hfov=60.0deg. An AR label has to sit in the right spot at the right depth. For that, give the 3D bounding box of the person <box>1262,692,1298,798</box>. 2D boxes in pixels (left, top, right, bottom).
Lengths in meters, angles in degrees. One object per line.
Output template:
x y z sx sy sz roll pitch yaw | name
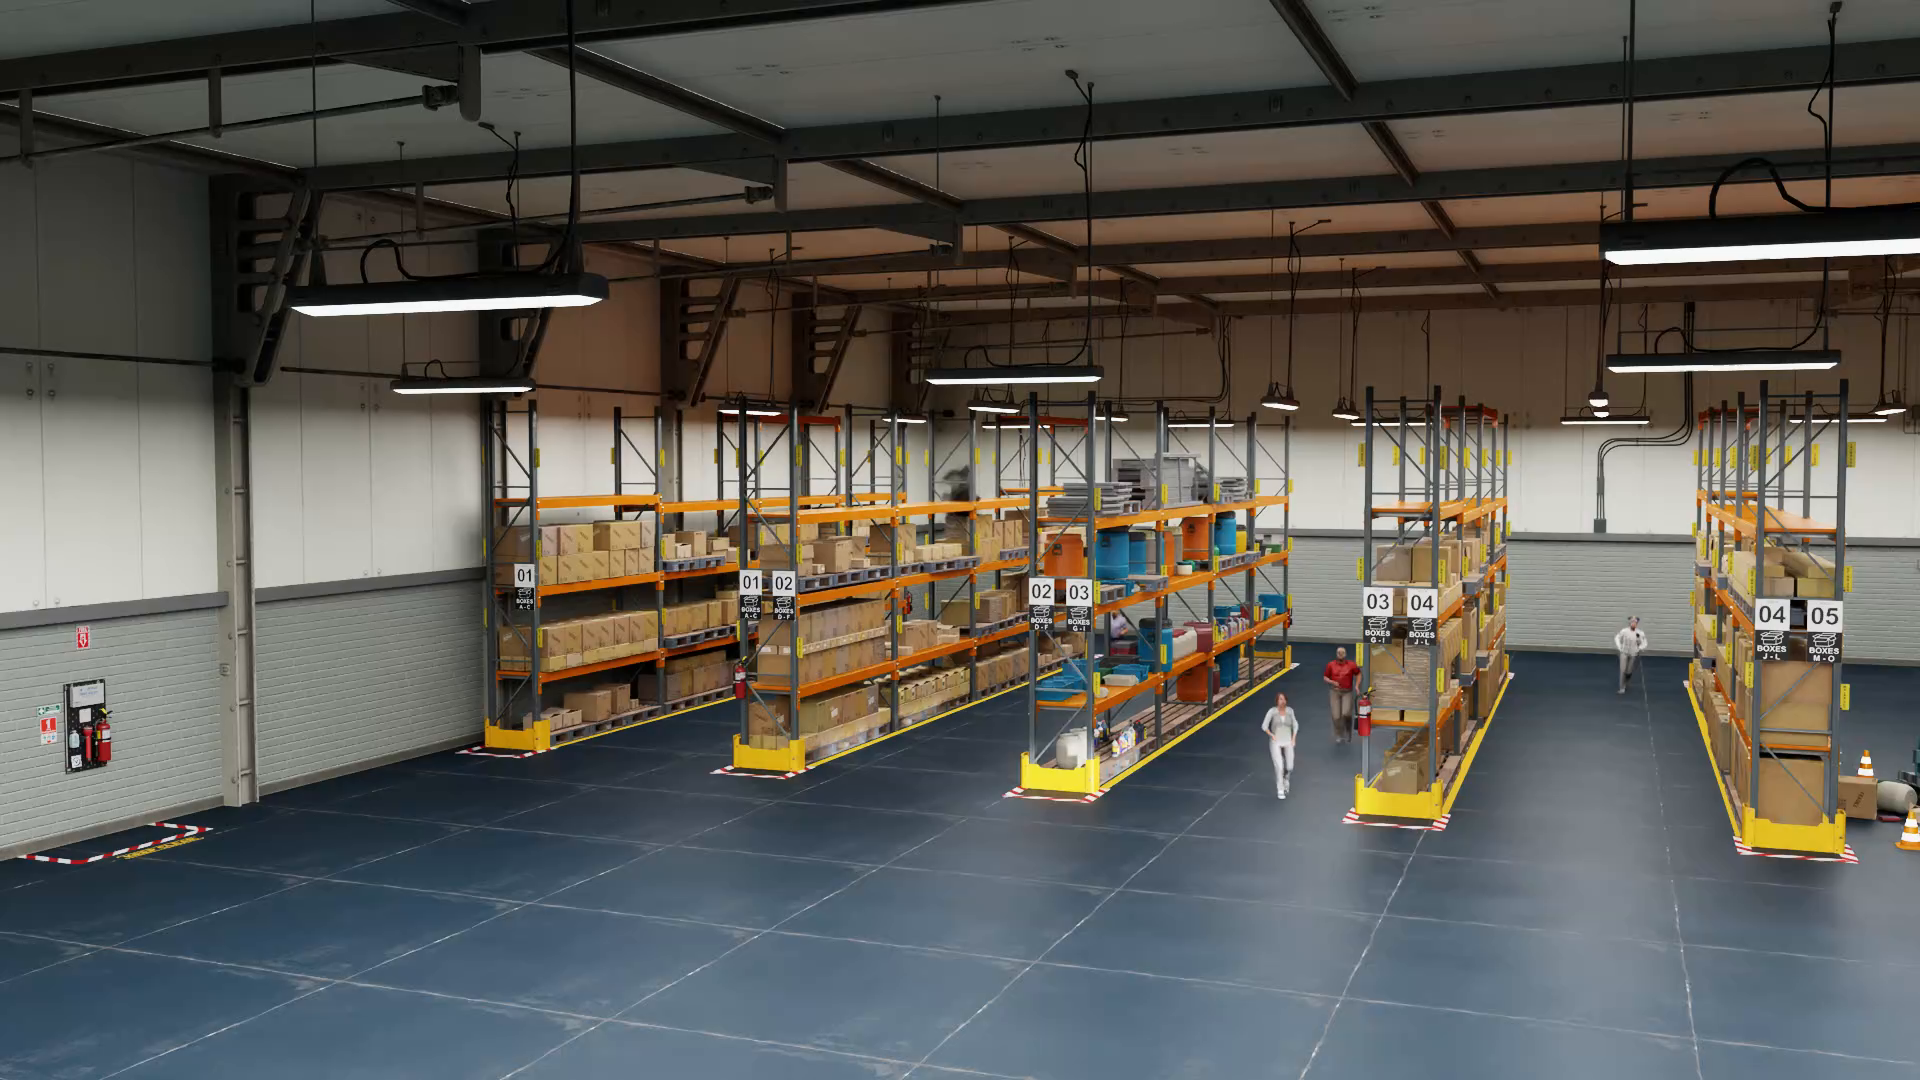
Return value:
4.717 3.015 24.460 0.543 1.566 0.530 0 3 2 | person

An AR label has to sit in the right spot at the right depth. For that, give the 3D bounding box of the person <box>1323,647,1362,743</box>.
6.663 2.712 29.028 0.646 1.691 0.648 1 3 17 | person

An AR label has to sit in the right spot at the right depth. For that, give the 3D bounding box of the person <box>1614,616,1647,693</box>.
14.350 2.439 35.596 0.656 1.658 0.649 1 3 25 | person

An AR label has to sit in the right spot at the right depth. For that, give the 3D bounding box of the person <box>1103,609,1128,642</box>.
3.542 2.323 37.984 0.609 1.610 0.711 1 3 16 | person
